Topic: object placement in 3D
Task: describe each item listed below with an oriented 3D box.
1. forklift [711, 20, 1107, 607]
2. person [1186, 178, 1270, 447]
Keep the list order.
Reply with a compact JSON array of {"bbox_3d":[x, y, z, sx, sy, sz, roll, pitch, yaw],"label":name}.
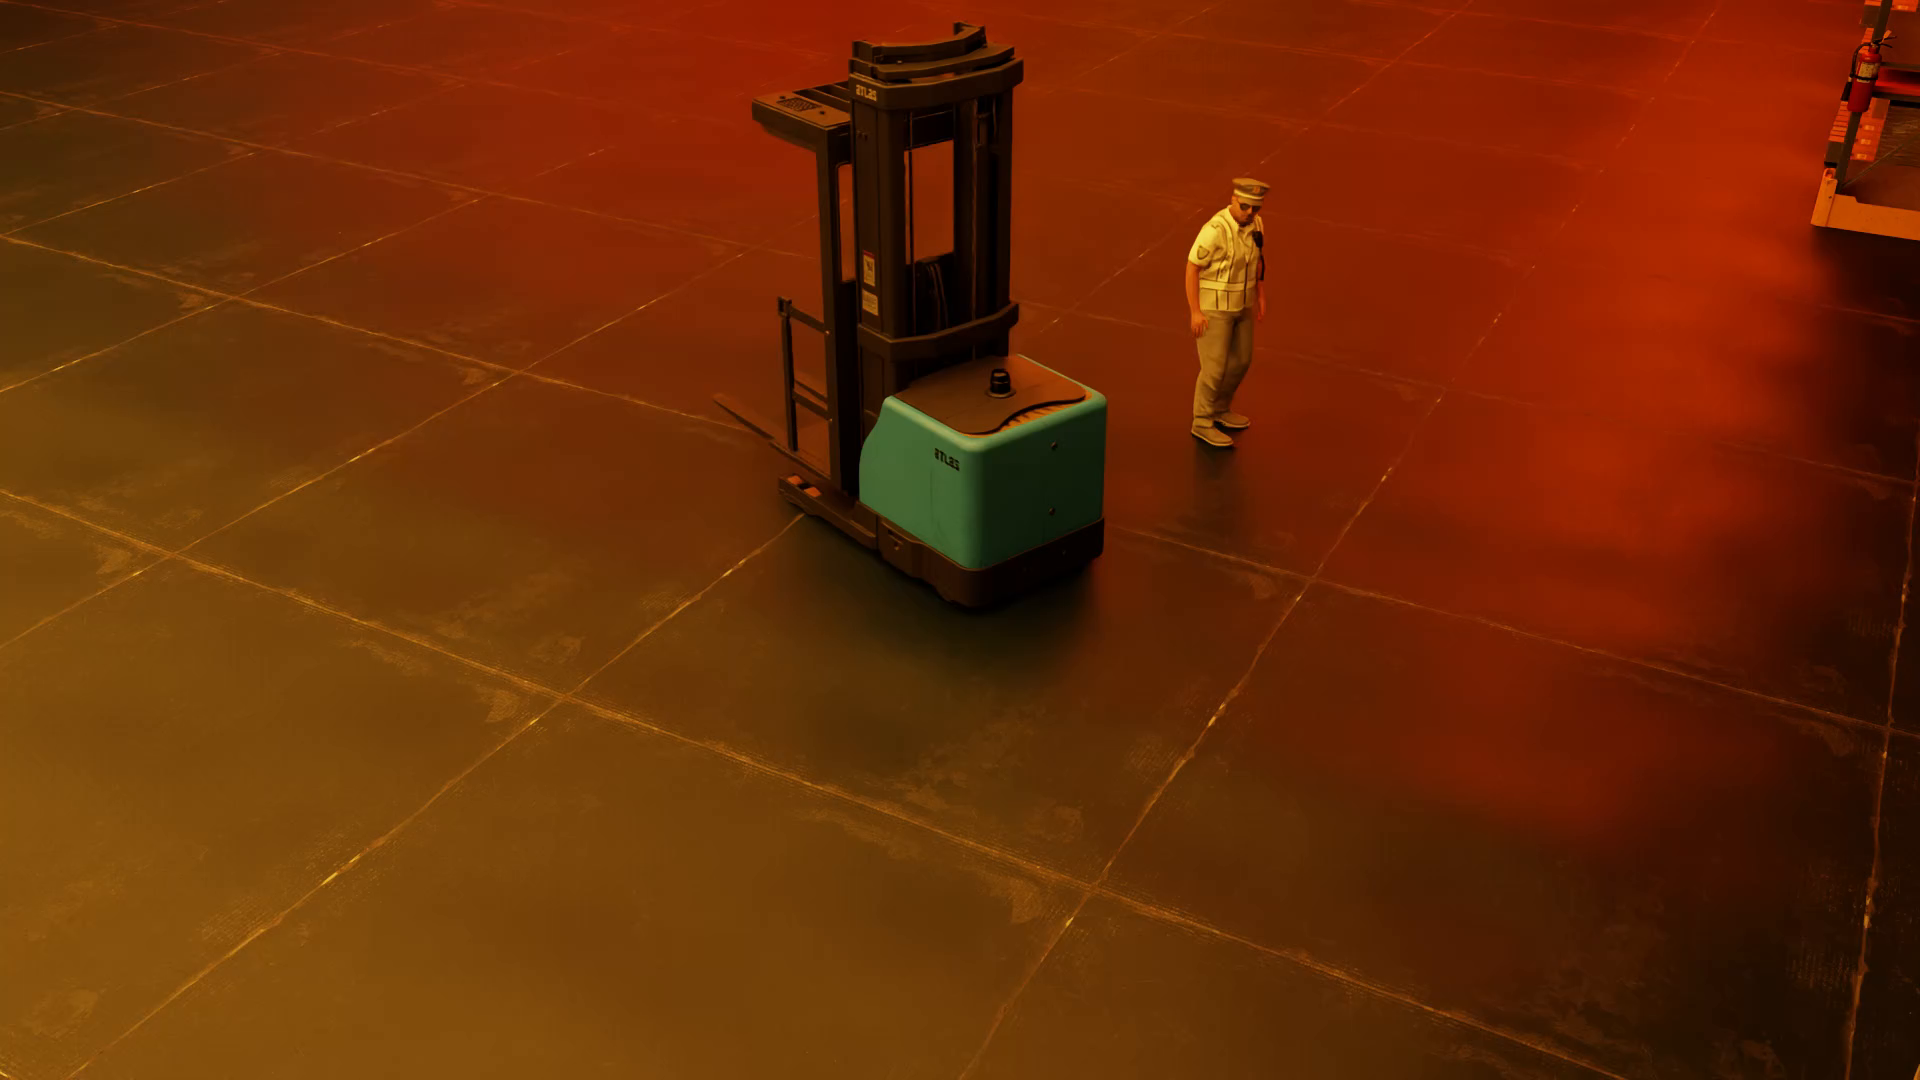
[{"bbox_3d":[-0.476,-1.566,9.783,1.130,2.935,3.031,-22,37,-33],"label":"forklift"},{"bbox_3d":[1.762,-1.511,10.881,0.692,1.737,0.493,-24,38,-36],"label":"person"}]
